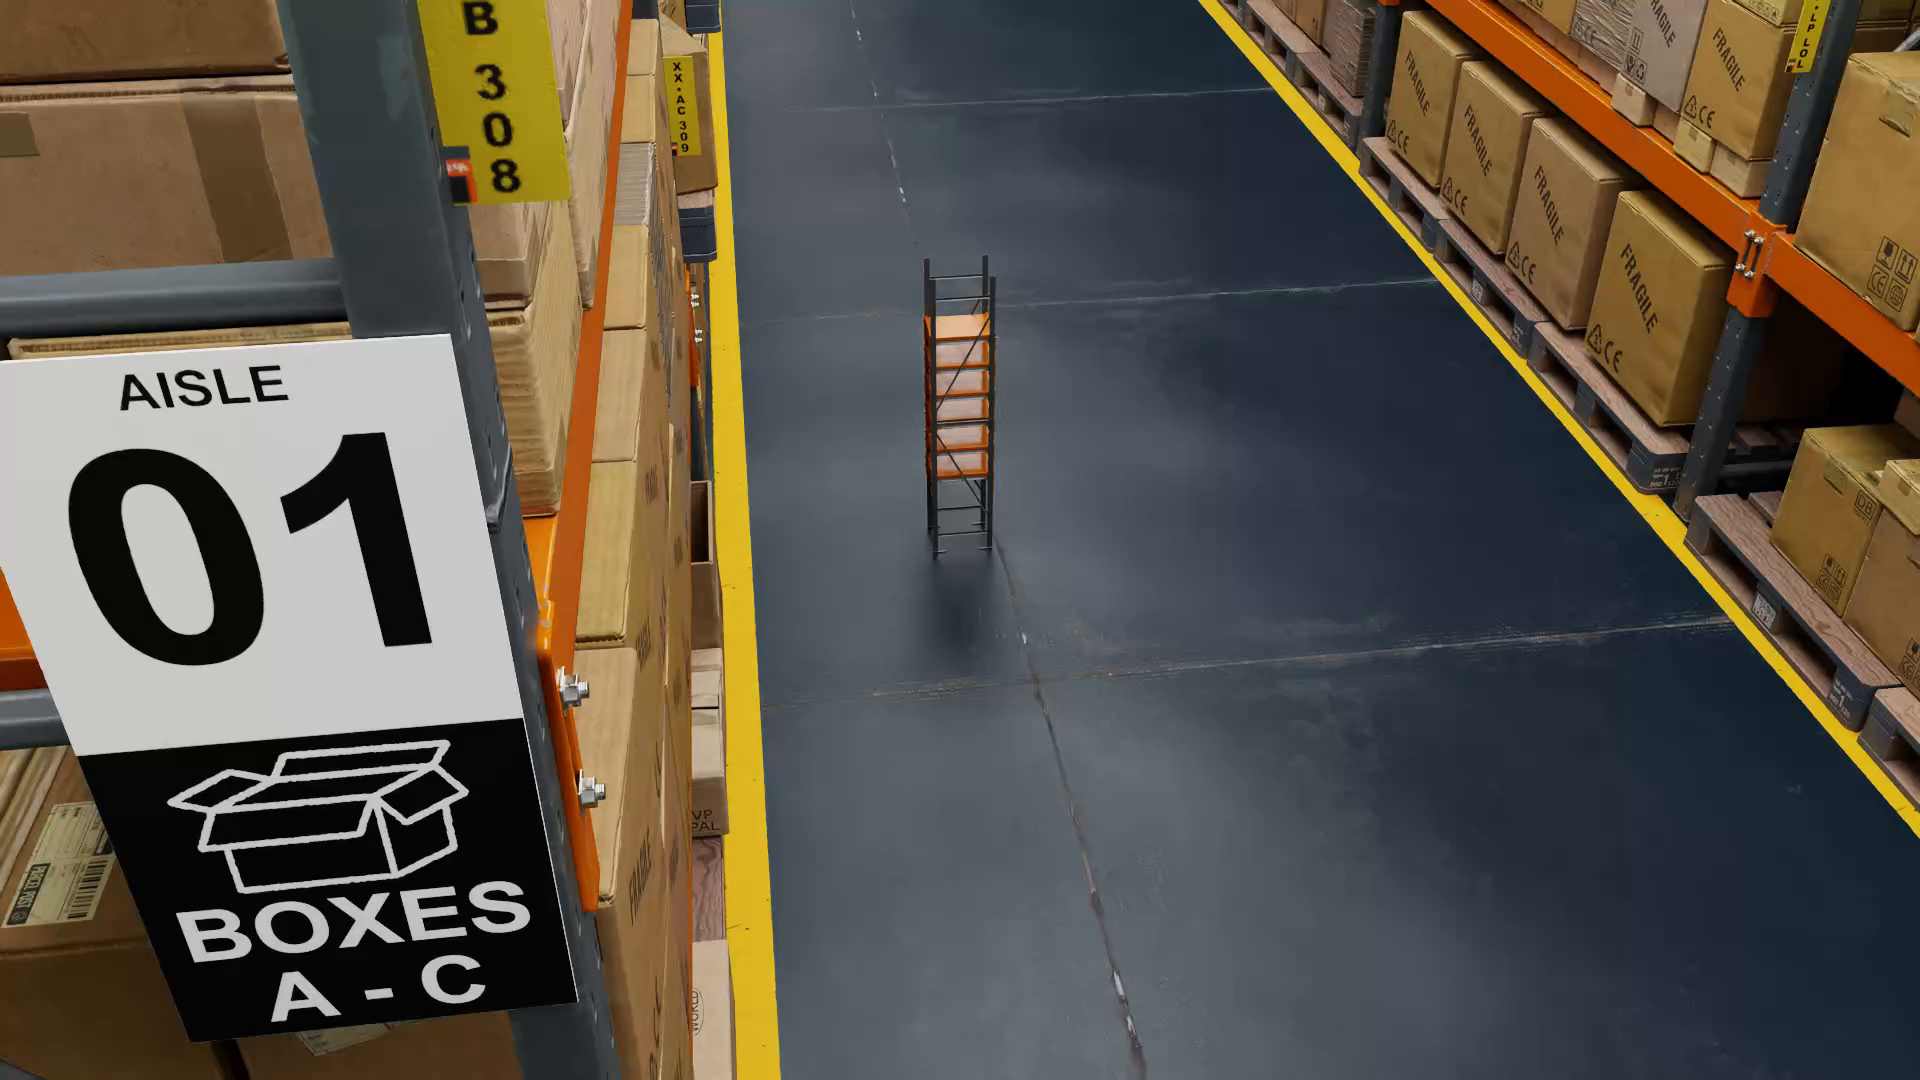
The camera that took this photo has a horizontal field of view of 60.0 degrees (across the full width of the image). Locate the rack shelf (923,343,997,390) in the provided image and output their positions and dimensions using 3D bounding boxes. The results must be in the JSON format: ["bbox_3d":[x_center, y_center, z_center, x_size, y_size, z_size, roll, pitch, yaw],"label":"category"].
[{"bbox_3d":[-0.002,-0.665,6.314,0.258,0.103,0.180,-4,35,-6],"label":"rack shelf"}]

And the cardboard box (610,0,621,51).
[{"bbox_3d":[-0.913,-1.085,3.148,0.500,0.250,0.500,-4,35,-6],"label":"cardboard box"}]

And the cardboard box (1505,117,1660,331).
[{"bbox_3d":[3.132,-1.507,7.834,0.750,0.750,0.750,-3,34,-5],"label":"cardboard box"}]

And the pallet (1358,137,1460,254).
[{"bbox_3d":[2.964,-2.007,9.508,1.003,0.211,1.213,-4,35,-6],"label":"pallet"}]

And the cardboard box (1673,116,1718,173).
[{"bbox_3d":[3.087,-1.584,6.616,0.380,0.149,0.250,-4,34,-5],"label":"cardboard box"}]

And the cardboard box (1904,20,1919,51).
[{"bbox_3d":[3.659,-1.821,6.388,0.500,0.500,0.500,-6,35,-8],"label":"cardboard box"}]

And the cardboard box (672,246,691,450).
[{"bbox_3d":[-1.045,-0.490,4.717,0.500,0.500,0.500,-3,34,-5],"label":"cardboard box"}]

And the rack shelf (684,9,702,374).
[{"bbox_3d":[-1.706,-1.815,7.388,1.077,0.370,4.000,-4,35,-6],"label":"rack shelf"}]

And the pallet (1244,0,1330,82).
[{"bbox_3d":[2.668,-3.568,11.799,1.003,0.211,1.213,-4,35,-6],"label":"pallet"}]

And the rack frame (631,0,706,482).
[{"bbox_3d":[-1.437,-0.996,5.548,1.000,3.000,0.127,-4,35,-6],"label":"rack frame"}]

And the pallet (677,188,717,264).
[{"bbox_3d":[-1.437,-1.371,6.268,1.003,0.211,1.213,-4,35,-6],"label":"pallet"}]

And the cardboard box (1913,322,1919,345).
[{"bbox_3d":[3.620,-0.785,4.972,0.980,0.700,0.700,-5,35,-8],"label":"cardboard box"}]

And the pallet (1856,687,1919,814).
[{"bbox_3d":[3.663,0.892,5.254,1.003,0.211,1.213,-4,35,-6],"label":"pallet"}]

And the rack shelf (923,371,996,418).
[{"bbox_3d":[-0.002,-0.566,6.381,0.258,0.103,0.180,-4,35,-6],"label":"rack shelf"}]

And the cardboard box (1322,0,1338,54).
[{"bbox_3d":[2.830,-3.448,10.975,0.700,0.500,0.500,-4,35,-6],"label":"cardboard box"}]

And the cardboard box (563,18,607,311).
[{"bbox_3d":[-0.771,-0.527,2.330,0.500,0.250,0.500,-4,35,-6],"label":"cardboard box"}]

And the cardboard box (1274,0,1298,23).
[{"bbox_3d":[2.658,-4.004,11.791,0.700,0.500,0.500,-4,34,-6],"label":"cardboard box"}]

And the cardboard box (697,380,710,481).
[{"bbox_3d":[-1.261,-0.433,6.551,0.500,0.500,0.500,-6,35,-9],"label":"cardboard box"}]

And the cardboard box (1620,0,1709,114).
[{"bbox_3d":[3.081,-2.068,6.750,0.500,0.500,0.500,-4,34,-6],"label":"cardboard box"}]

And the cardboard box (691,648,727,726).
[{"bbox_3d":[-0.970,0.502,5.491,0.380,0.149,0.250,-4,35,-6],"label":"cardboard box"}]

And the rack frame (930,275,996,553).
[{"bbox_3d":[0.010,-0.453,6.349,0.240,1.200,0.006,-4,35,-6],"label":"rack frame"}]

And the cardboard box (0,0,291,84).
[{"bbox_3d":[-0.985,-0.743,1.537,0.700,0.500,0.500,-4,35,-6],"label":"cardboard box"}]

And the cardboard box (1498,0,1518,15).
[{"bbox_3d":[2.924,-2.737,8.308,0.380,0.149,0.250,-4,34,-5],"label":"cardboard box"}]

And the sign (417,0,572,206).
[{"bbox_3d":[-0.362,-0.406,1.242,0.100,0.325,0.005,-4,35,-6],"label":"sign"}]

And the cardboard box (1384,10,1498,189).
[{"bbox_3d":[2.902,-2.470,9.247,0.750,0.750,0.750,-5,35,-7],"label":"cardboard box"}]

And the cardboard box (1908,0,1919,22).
[{"bbox_3d":[3.667,-2.132,6.178,0.500,0.250,0.500,-3,34,-5],"label":"cardboard box"}]

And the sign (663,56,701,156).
[{"bbox_3d":[-0.901,-1.399,5.370,0.100,0.325,0.005,-4,35,-6],"label":"sign"}]

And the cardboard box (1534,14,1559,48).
[{"bbox_3d":[2.965,-2.453,7.892,0.380,0.149,0.250,-4,34,-6],"label":"cardboard box"}]

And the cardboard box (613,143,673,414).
[{"bbox_3d":[-0.974,-0.621,4.021,0.500,0.500,0.500,-4,34,-6],"label":"cardboard box"}]

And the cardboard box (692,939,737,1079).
[{"bbox_3d":[-0.826,1.308,4.218,0.500,0.250,0.500,-4,35,-6],"label":"cardboard box"}]

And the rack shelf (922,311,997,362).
[{"bbox_3d":[-0.002,-0.765,6.246,0.258,0.103,0.180,-4,35,-6],"label":"rack shelf"}]

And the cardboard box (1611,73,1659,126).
[{"bbox_3d":[3.003,-1.875,7.043,0.380,0.149,0.250,-4,35,-6],"label":"cardboard box"}]

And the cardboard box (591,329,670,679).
[{"bbox_3d":[-0.838,-0.056,3.193,0.500,0.500,0.500,-4,34,-6],"label":"cardboard box"}]

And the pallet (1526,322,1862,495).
[{"bbox_3d":[3.292,-0.646,7.510,1.003,0.211,1.213,-4,35,-6],"label":"pallet"}]

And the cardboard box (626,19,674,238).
[{"bbox_3d":[-1.113,-1.188,4.853,0.500,0.500,0.500,-4,34,-6],"label":"cardboard box"}]

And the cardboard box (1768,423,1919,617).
[{"bbox_3d":[3.470,-0.089,6.063,0.700,0.500,0.500,-4,34,-6],"label":"cardboard box"}]

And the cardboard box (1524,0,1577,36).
[{"bbox_3d":[2.949,-2.627,7.571,0.500,0.500,0.500,-3,34,-5],"label":"cardboard box"}]

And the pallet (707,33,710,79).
[{"bbox_3d":[-2.208,-3.217,11.284,1.003,0.211,1.213,-4,35,-6],"label":"pallet"}]

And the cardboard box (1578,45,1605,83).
[{"bbox_3d":[3.017,-2.157,7.457,0.380,0.149,0.250,-5,35,-8],"label":"cardboard box"}]

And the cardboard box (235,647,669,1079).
[{"bbox_3d":[-0.698,0.514,2.355,0.500,0.500,0.500,-3,34,-5],"label":"cardboard box"}]

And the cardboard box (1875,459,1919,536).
[{"bbox_3d":[3.335,-0.152,5.580,0.380,0.149,0.250,-3,34,-5],"label":"cardboard box"}]

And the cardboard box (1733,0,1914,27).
[{"bbox_3d":[3.154,-2.097,6.127,0.500,0.250,0.500,-4,34,-5],"label":"cardboard box"}]

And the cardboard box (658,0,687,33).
[{"bbox_3d":[-1.435,-1.871,6.370,0.700,0.500,0.500,1,34,1],"label":"cardboard box"}]

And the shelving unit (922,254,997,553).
[{"bbox_3d":[-0.002,-0.504,6.424,0.258,1.200,0.189,-4,35,-6],"label":"shelving unit"}]

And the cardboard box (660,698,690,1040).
[{"bbox_3d":[-0.772,0.640,3.059,0.500,0.500,0.500,-5,35,-7],"label":"cardboard box"}]

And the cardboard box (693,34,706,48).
[{"bbox_3d":[-1.755,-2.811,9.783,0.500,0.311,0.500,-3,34,-5],"label":"cardboard box"}]

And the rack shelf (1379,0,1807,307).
[{"bbox_3d":[3.202,-2.192,7.942,1.077,0.370,4.000,-4,35,-6],"label":"rack shelf"}]

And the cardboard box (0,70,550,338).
[{"bbox_3d":[-0.711,-0.454,1.779,0.500,0.250,0.500,-4,35,-6],"label":"cardboard box"}]

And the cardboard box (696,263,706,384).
[{"bbox_3d":[-1.404,-1.009,7.396,0.500,0.500,0.500,-4,34,-6],"label":"cardboard box"}]

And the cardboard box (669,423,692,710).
[{"bbox_3d":[-0.903,0.081,3.879,0.500,0.500,0.500,-4,34,-6],"label":"cardboard box"}]

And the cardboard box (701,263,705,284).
[{"bbox_3d":[-1.548,-1.584,8.240,0.500,0.500,0.500,-6,35,-8],"label":"cardboard box"}]

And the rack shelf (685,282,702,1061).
[{"bbox_3d":[-1.168,0.418,4.113,1.077,0.370,4.000,-4,35,-6],"label":"rack shelf"}]

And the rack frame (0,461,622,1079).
[{"bbox_3d":[-0.899,1.236,2.272,1.000,3.000,0.127,-4,35,-6],"label":"rack frame"}]

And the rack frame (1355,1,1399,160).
[{"bbox_3d":[2.933,-3.605,9.377,1.000,3.000,0.127,-4,35,-6],"label":"rack frame"}]
